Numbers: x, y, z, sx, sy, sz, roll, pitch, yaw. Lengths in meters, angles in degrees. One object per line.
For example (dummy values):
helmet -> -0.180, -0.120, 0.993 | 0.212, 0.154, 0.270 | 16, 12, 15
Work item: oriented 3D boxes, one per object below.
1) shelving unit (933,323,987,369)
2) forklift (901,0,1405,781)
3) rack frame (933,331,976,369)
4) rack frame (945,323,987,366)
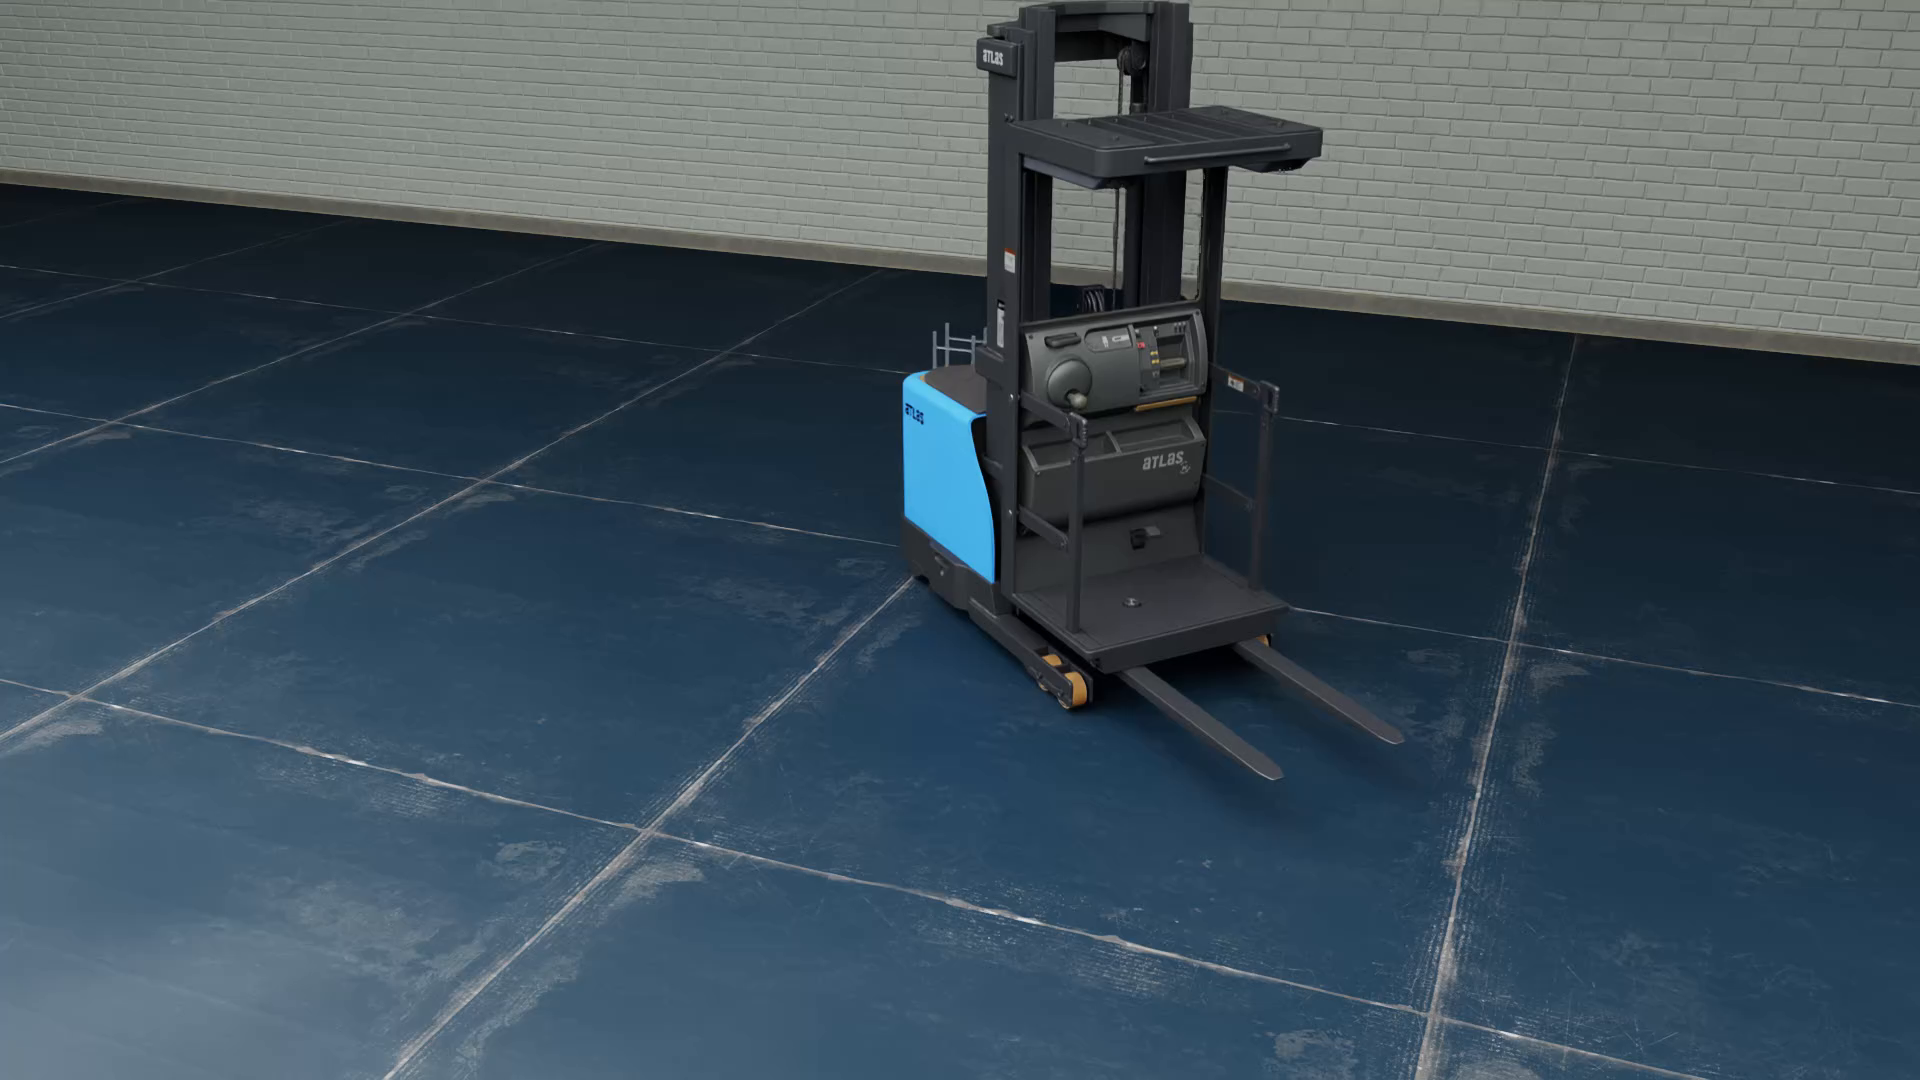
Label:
shelving unit -> -0.001, -0.564, 9.040 | 0.258, 1.200, 0.189 | 9, 24, 19
forklift -> 0.814, -0.793, 7.346 | 1.130, 2.935, 3.031 | -11, 25, -25
rack frame -> -0.033, -0.531, 8.961 | 0.240, 1.200, 0.006 | 9, 24, 19
rack frame -> 0.032, -0.597, 9.119 | 0.240, 1.200, 0.006 | 9, 24, 19
